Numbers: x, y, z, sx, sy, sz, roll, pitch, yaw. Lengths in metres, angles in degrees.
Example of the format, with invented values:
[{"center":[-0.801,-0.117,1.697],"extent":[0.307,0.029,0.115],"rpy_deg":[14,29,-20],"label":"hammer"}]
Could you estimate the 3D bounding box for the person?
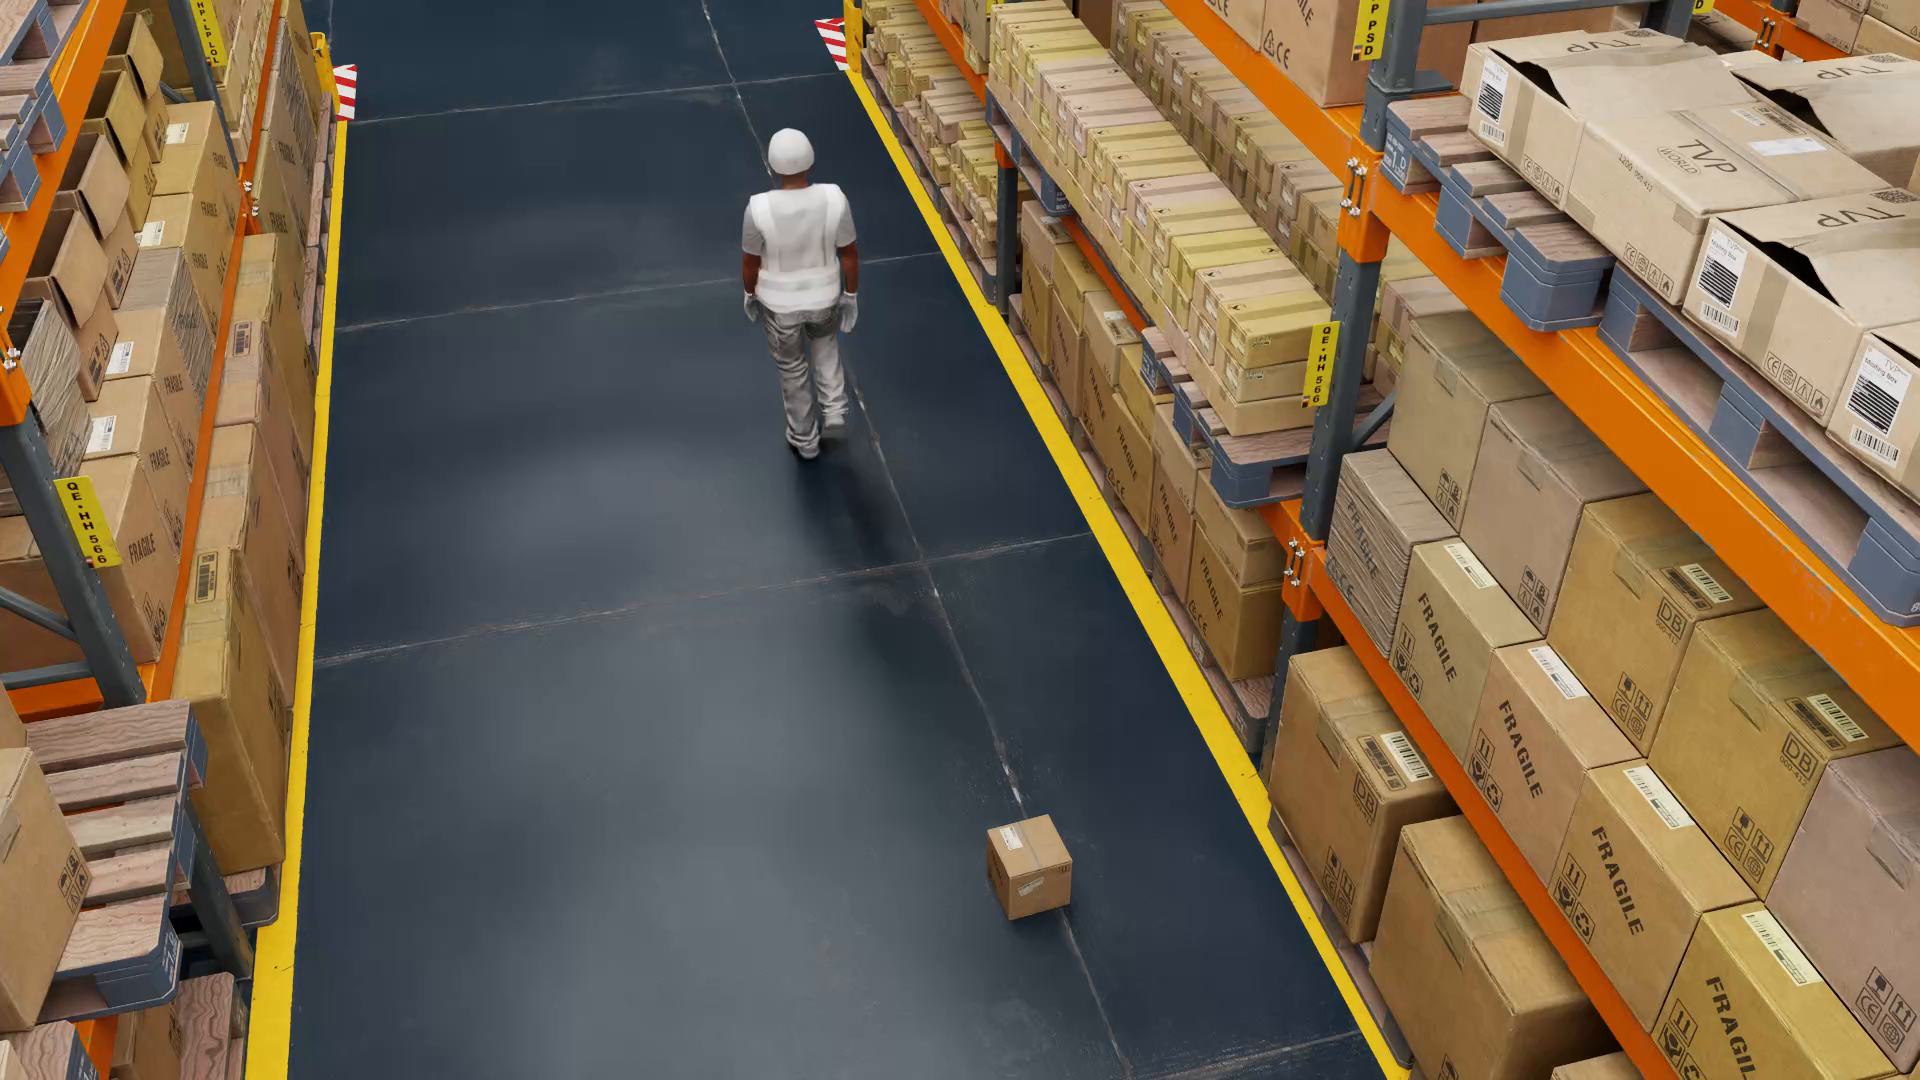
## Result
[{"center":[-0.806,-1.228,8.253],"extent":[0.545,1.791,0.446],"rpy_deg":[-13,40,-16],"label":"person"}]
